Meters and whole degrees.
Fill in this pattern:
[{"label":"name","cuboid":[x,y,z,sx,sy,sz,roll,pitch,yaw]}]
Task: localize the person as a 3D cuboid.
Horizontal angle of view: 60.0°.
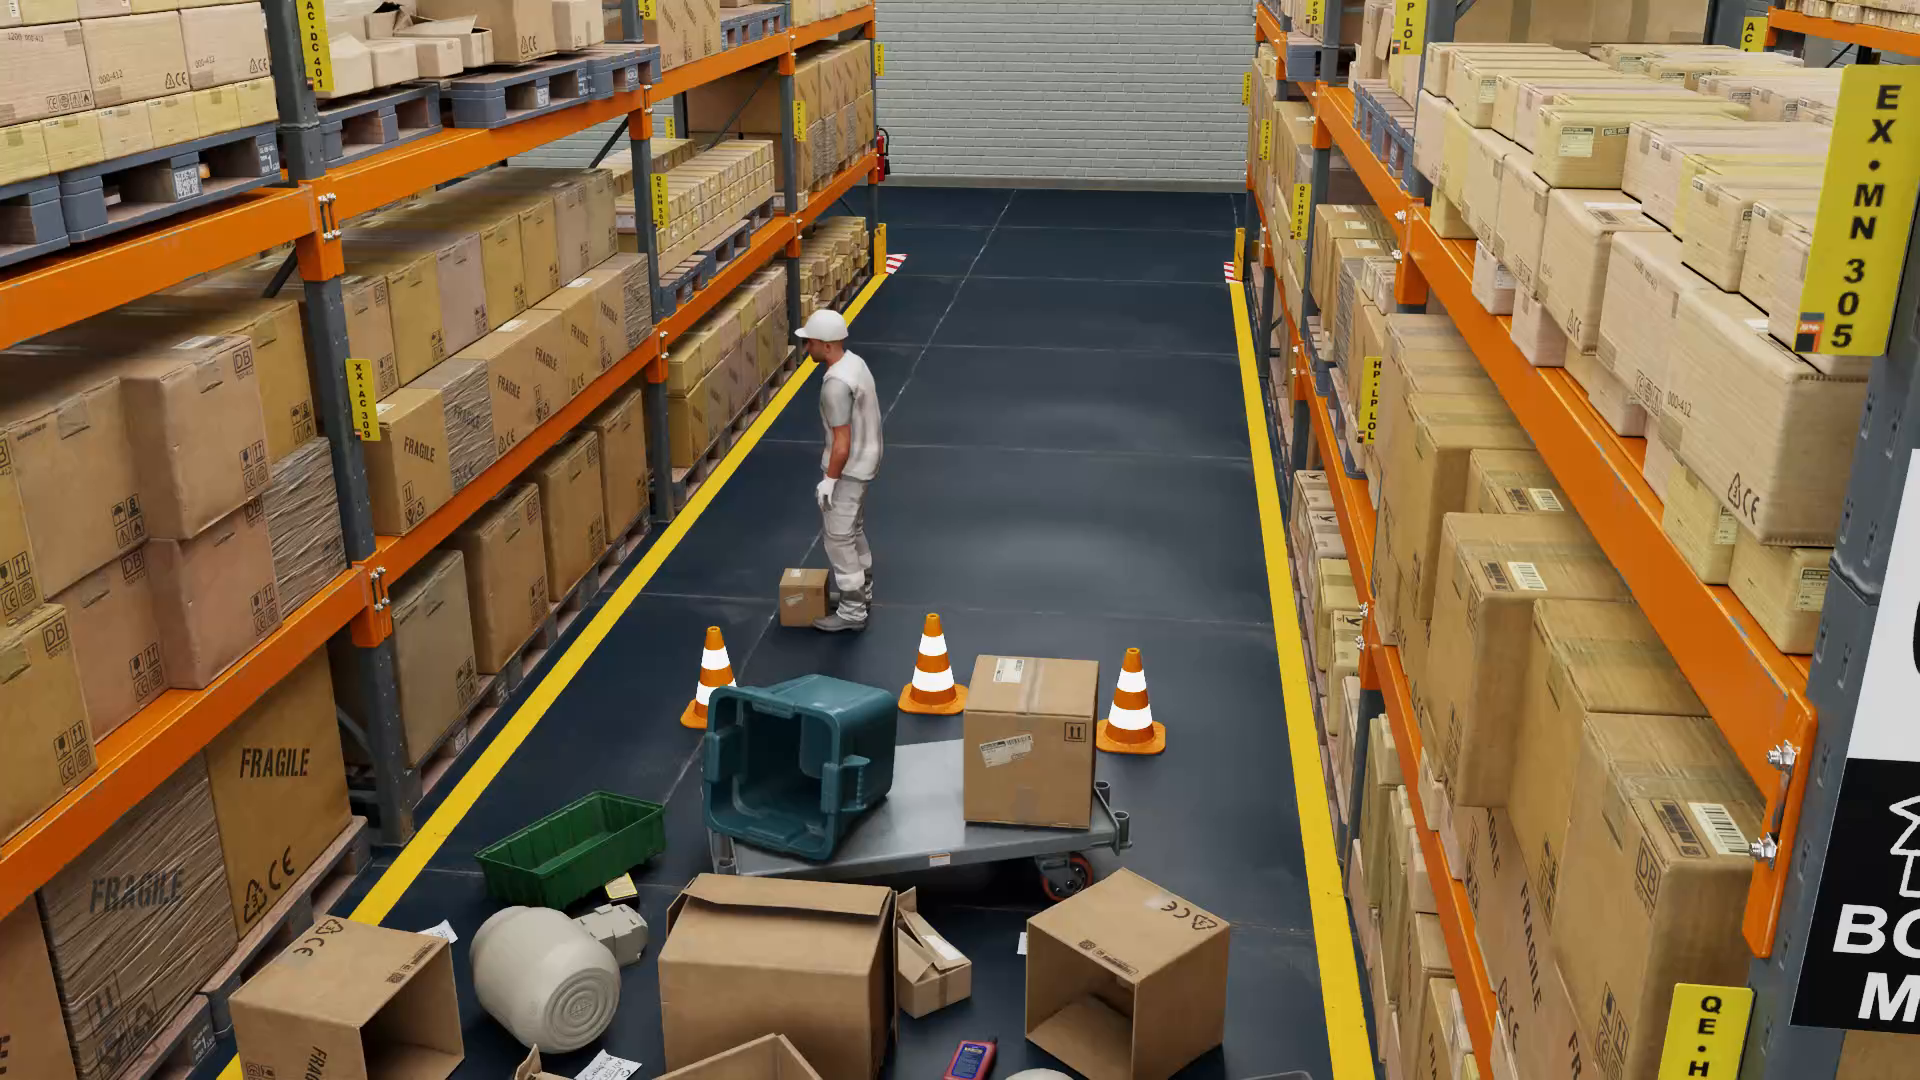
[{"label":"person","cuboid":[-0.644,-0.382,9.057,0.448,1.780,0.598,3,21,7]}]
